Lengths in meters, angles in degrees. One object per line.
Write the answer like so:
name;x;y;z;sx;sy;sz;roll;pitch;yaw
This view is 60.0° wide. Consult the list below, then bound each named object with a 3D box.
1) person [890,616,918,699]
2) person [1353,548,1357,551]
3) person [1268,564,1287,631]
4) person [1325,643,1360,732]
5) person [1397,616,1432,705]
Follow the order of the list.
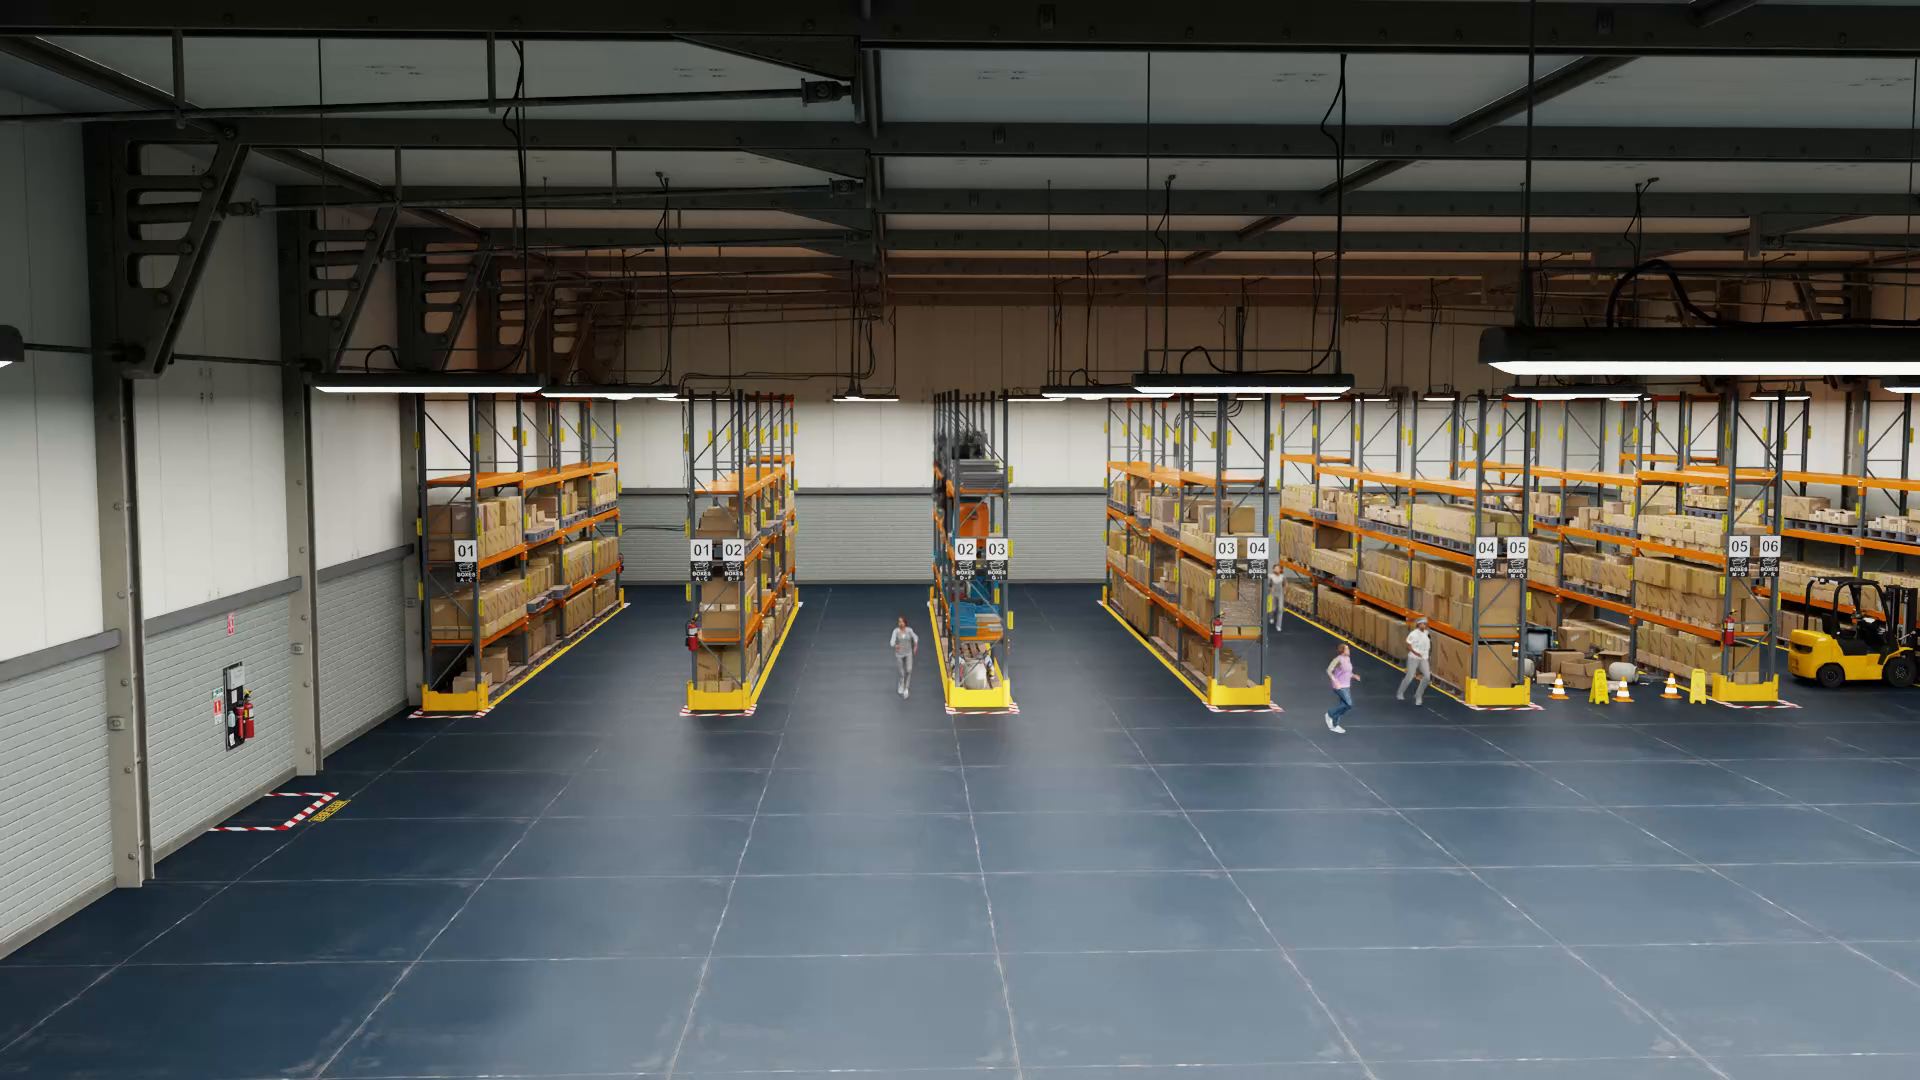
person;-1.098;2.290;32.541;0.538;1.600;0.680;0;5;-4
person;11.538;0.849;49.130;0.695;1.771;0.685;0;5;-4
person;8.070;1.447;42.348;0.580;1.669;0.937;0;5;1
person;6.695;2.580;29.035;0.549;1.567;0.523;4;6;40
person;8.793;2.305;31.900;0.659;1.703;0.671;-2;5;-19
